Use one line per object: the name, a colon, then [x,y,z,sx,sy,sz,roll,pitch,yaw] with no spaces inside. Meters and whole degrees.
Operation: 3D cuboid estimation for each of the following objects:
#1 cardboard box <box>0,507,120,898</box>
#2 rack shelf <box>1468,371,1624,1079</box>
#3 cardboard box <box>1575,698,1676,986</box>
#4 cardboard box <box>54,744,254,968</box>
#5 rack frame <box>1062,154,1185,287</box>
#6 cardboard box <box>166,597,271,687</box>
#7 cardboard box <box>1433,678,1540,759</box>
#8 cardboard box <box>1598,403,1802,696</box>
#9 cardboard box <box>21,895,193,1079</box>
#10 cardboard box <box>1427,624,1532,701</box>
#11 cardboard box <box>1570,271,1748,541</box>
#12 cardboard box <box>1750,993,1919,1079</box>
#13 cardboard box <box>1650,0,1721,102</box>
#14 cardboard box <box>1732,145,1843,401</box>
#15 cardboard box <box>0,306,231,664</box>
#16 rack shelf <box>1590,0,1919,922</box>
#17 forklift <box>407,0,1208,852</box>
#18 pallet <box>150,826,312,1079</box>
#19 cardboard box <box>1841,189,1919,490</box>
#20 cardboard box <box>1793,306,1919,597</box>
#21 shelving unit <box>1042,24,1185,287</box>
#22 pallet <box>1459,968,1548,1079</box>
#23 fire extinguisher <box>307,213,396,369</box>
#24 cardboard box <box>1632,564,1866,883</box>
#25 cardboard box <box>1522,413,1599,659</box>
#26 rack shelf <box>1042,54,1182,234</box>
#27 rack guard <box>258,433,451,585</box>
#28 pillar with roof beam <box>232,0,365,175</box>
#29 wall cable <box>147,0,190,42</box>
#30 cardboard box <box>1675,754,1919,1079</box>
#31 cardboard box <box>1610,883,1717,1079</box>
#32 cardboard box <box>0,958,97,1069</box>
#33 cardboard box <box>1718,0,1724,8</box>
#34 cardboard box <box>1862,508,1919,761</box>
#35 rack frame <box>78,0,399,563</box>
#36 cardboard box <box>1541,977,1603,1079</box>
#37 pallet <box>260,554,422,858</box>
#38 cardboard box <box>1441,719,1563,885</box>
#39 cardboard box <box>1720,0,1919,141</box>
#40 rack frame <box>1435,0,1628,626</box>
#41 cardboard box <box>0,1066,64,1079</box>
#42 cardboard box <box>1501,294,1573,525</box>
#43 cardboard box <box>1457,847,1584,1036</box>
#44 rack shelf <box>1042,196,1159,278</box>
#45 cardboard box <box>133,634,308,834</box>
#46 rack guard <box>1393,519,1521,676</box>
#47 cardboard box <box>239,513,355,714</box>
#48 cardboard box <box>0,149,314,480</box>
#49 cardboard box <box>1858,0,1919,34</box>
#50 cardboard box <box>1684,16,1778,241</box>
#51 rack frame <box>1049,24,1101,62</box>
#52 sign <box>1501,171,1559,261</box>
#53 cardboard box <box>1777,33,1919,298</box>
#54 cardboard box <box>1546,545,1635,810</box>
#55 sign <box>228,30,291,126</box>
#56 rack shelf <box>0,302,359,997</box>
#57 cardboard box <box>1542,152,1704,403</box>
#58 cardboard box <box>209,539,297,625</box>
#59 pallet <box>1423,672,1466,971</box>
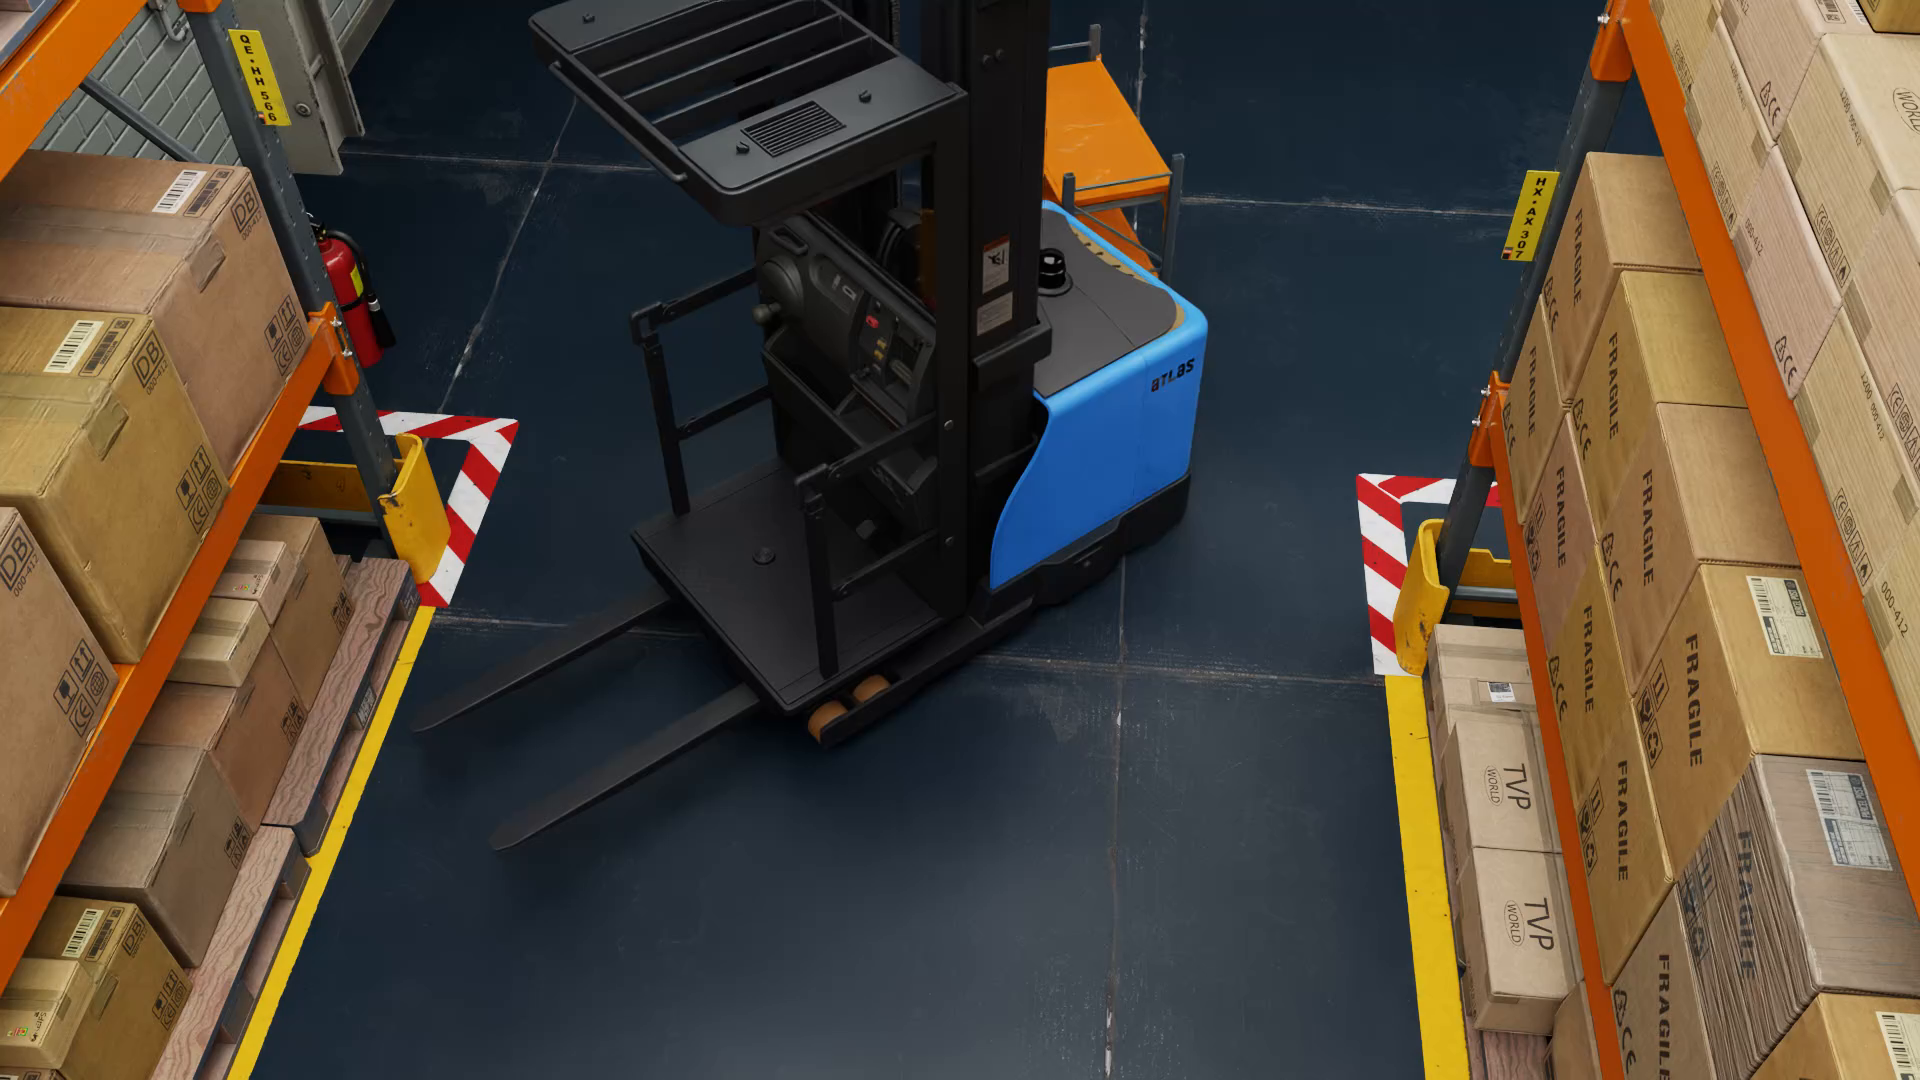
cardboard box: [-2.839,0.391,4.156,0.980,0.700,0.700,2,48,2]
rack shelf: [2.082,1.065,4.231,1.077,0.370,4.000,4,48,4]
cardboard box: [1.824,0.742,3.970,0.500,0.500,0.500,4,48,4]
cardboard box: [-2.724,0.983,5.228,0.700,0.500,0.500,2,48,2]
rack frame: [0.650,-1.102,6.996,0.500,1.125,0.032,-12,49,-11]
cardboard box: [-2.486,0.321,5.394,0.380,0.149,0.250,5,48,5]
cardboard box: [1.862,0.629,5.764,0.380,0.166,0.250,4,48,4]
cardboard box: [1.871,0.042,3.934,0.500,0.500,0.500,4,48,4]
cardboard box: [-2.765,1.375,4.869,0.700,0.500,0.500,5,48,4]
cardboard box: [1.884,0.451,5.939,0.380,0.149,0.250,4,48,4]
cardboard box: [1.922,-0.326,4.270,0.500,0.500,0.500,4,48,4]
cardboard box: [1.732,1.155,2.915,0.500,0.500,0.500,3,48,3]
cardboard box: [1.965,-1.249,3.928,0.500,0.250,0.500,4,48,4]
cardboard box: [1.862,-0.515,3.257,0.500,0.250,0.500,4,48,4]
cardboard box: [-2.760,-0.168,4.668,0.980,0.700,0.700,4,48,3]
rack shelf: [2.082,0.053,3.124,1.077,0.370,4.000,4,48,4]
forklift: [-0.552,-0.687,5.392,3.031,2.935,1.130,-30,54,-24]
pallet: [-2.777,1.450,5.281,1.003,0.211,1.213,4,48,4]
cardboard box: [1.817,-0.316,2.736,0.500,0.250,0.500,4,48,4]
cardboard box: [1.823,-0.147,2.920,0.500,0.250,0.500,4,48,4]
shelving unit: [0.512,-1.463,7.326,0.538,1.125,1.048,-12,49,-11]
pallet: [2.072,1.830,4.934,1.003,0.211,1.213,4,48,4]
fire extinguisher: [-2.195,-0.906,5.851,0.296,0.674,0.183,4,48,4]
cardboard box: [1.826,0.415,3.592,0.500,0.500,0.500,3,48,3]
cardboard box: [1.920,0.007,4.643,0.500,0.500,0.500,3,48,3]
rack shelf: [0.512,-1.661,7.110,0.538,0.278,1.000,-12,49,-11]
rack guard: [-2.666,-0.152,6.550,1.175,0.500,0.348,4,48,4]
pillar with roof beam: [1.003,-4.755,5.001,9.100,9.000,0.400,4,48,4]
wall cable: [-3.494,-2.325,6.155,0.084,1.984,1.851,4,48,4]
cardboard box: [1.779,0.785,3.254,0.500,0.500,0.500,4,48,4]
cardboard box: [1.780,1.117,3.628,0.500,0.500,0.500,5,48,4]
cardboard box: [-2.603,1.279,4.517,0.380,0.149,0.250,3,48,2]
cardboard box: [1.959,-1.418,3.744,0.500,0.250,0.500,4,48,4]
cardboard box: [1.773,0.220,2.585,0.500,0.250,0.500,4,48,4]
rack frame: [-2.669,-0.978,5.612,1.000,3.000,0.127,4,48,4]
cardboard box: [2.066,1.605,4.643,0.797,0.503,0.637,4,48,4]
pallet: [-2.664,0.556,6.098,1.003,0.211,1.213,4,48,4]
cardboard box: [1.887,0.880,5.478,0.500,0.250,0.500,4,48,4]
cardboard box: [1.906,-1.051,3.408,0.500,0.250,0.500,4,48,4]
rack frame: [2.265,-0.647,5.309,1.000,3.000,0.127,4,48,4]
cardboard box: [-2.814,1.752,4.524,0.700,0.500,0.500,3,48,3]
cardboard box: [1.962,-0.373,4.990,0.500,0.500,0.500,5,48,4]
cardboard box: [1.842,1.247,5.142,0.500,0.250,0.500,4,48,4]
rack shelf: [0.512,-1.298,7.507,0.538,0.278,1.000,-12,49,-11]
cardboard box: [-2.678,0.613,5.566,0.700,0.500,0.500,4,48,3]
rack guard: [2.258,0.252,6.181,1.175,0.500,0.348,4,48,4]
cardboard box: [-2.633,0.245,5.902,0.700,0.500,0.500,4,48,4]
cardboard box: [-2.705,-0.704,5.157,0.980,0.700,0.700,6,48,5]
cardboard box: [2.104,-1.291,3.120,0.700,0.500,0.500,4,48,4]
cardboard box: [1.906,-0.882,3.593,0.500,0.250,0.500,4,48,4]
rack frame: [0.373,-1.824,7.656,0.500,1.125,0.032,-12,49,-11]
sign: [1.724,-0.976,5.023,0.100,0.325,0.005,4,48,4]
cardboard box: [1.867,-0.683,3.072,0.500,0.250,0.500,4,48,4]
cardboard box: [1.871,0.375,4.306,0.500,0.500,0.500,4,48,3]
sign: [-2.130,-1.402,5.054,0.100,0.325,0.005,4,48,4]
rack shelf: [-2.851,0.735,4.533,1.077,0.370,4.000,4,48,4]
cardboard box: [1.962,-0.710,4.621,0.500,0.500,0.500,5,48,5]
cardboard box: [-2.463,0.133,5.565,0.380,0.149,0.250,3,48,3]
pallet: [2.186,0.936,5.751,1.003,0.211,1.213,4,48,4]
